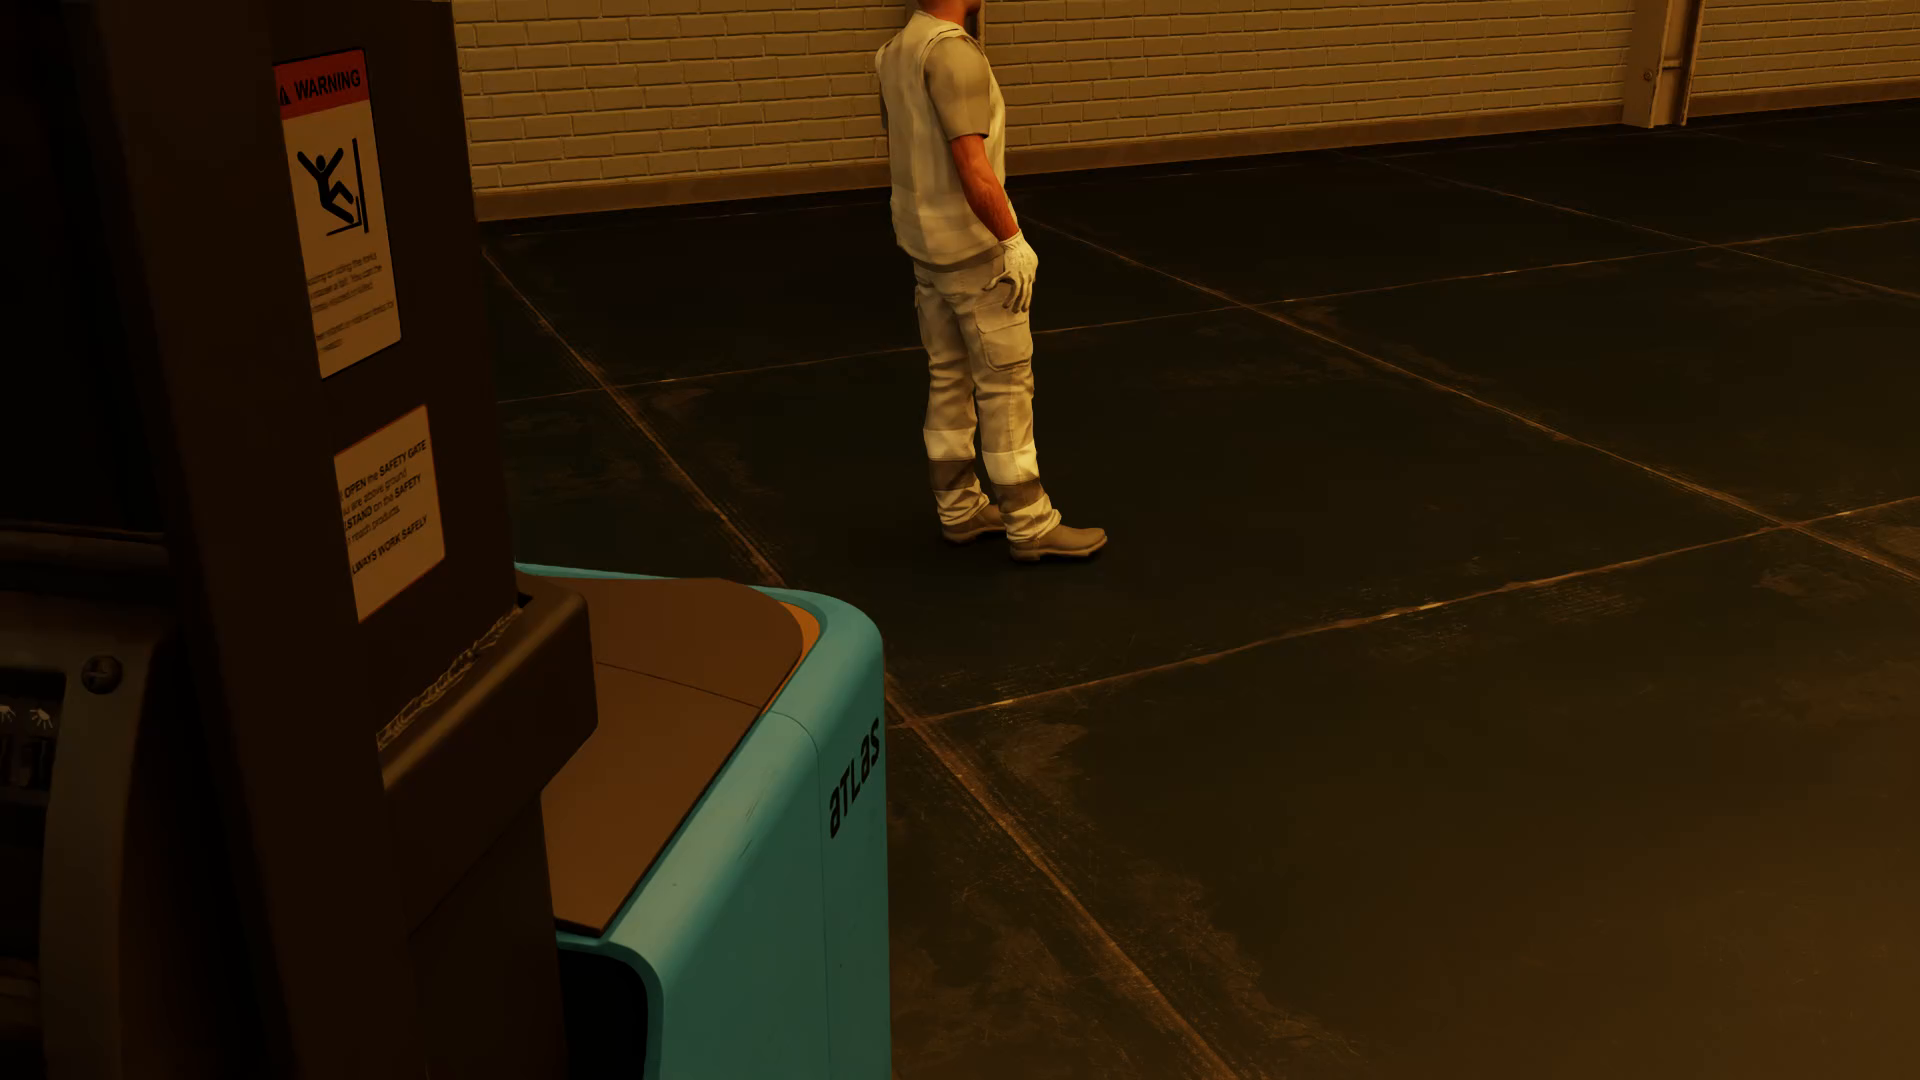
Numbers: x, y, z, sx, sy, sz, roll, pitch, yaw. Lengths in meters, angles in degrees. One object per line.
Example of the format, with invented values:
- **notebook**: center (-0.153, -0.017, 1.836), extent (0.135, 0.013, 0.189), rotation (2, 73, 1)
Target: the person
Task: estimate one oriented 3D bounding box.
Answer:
- **person**: center (0.078, -0.842, 4.784), extent (0.562, 1.789, 0.638), rotation (-10, 25, -23)
